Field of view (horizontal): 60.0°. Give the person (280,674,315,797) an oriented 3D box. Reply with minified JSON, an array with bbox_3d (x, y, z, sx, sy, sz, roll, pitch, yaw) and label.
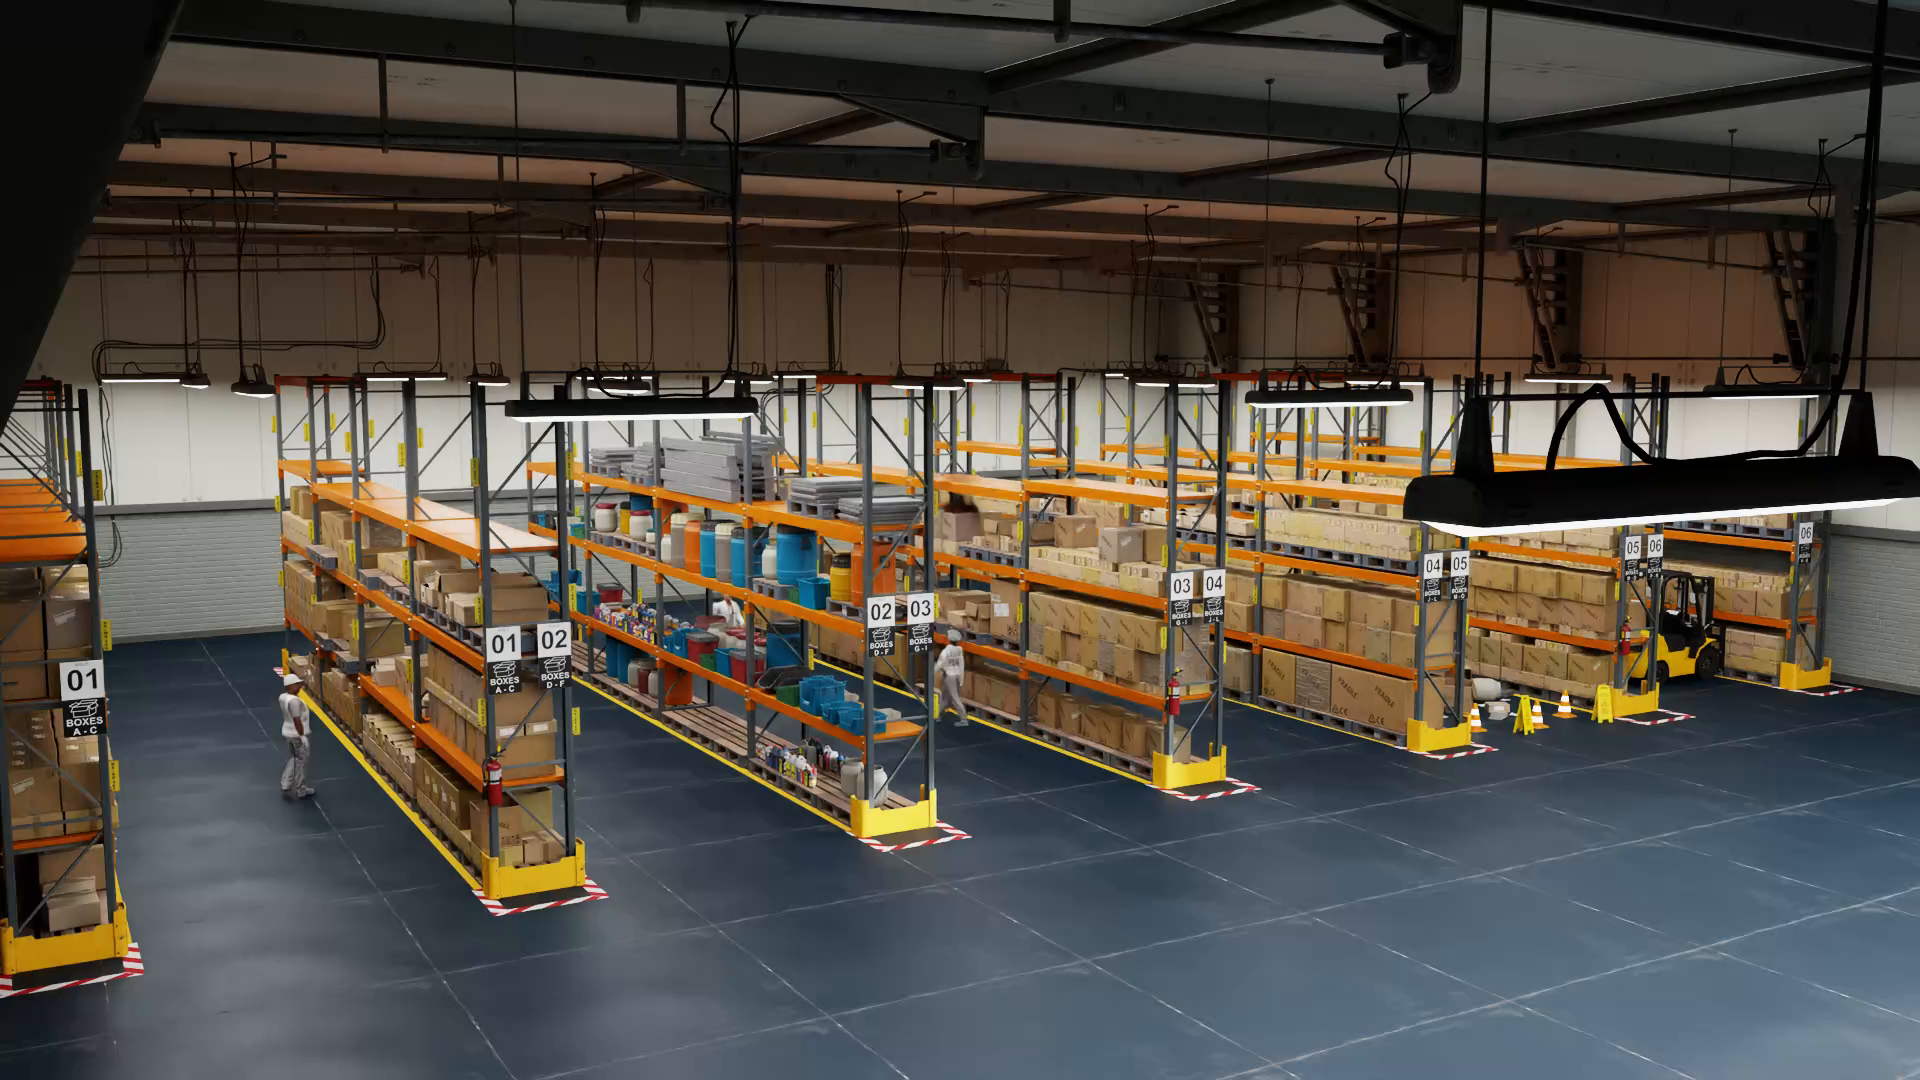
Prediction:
[{"bbox_3d":[-9.571,2.813,24.019,0.574,1.788,0.451,4,8,34],"label":"person"}]

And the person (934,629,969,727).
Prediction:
[{"bbox_3d":[-0.242,2.301,28.019,0.866,1.648,0.473,3,7,24],"label":"person"}]

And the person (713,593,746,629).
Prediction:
[{"bbox_3d":[-4.658,1.882,33.165,0.709,1.815,0.931,-4,7,-32],"label":"person"}]
